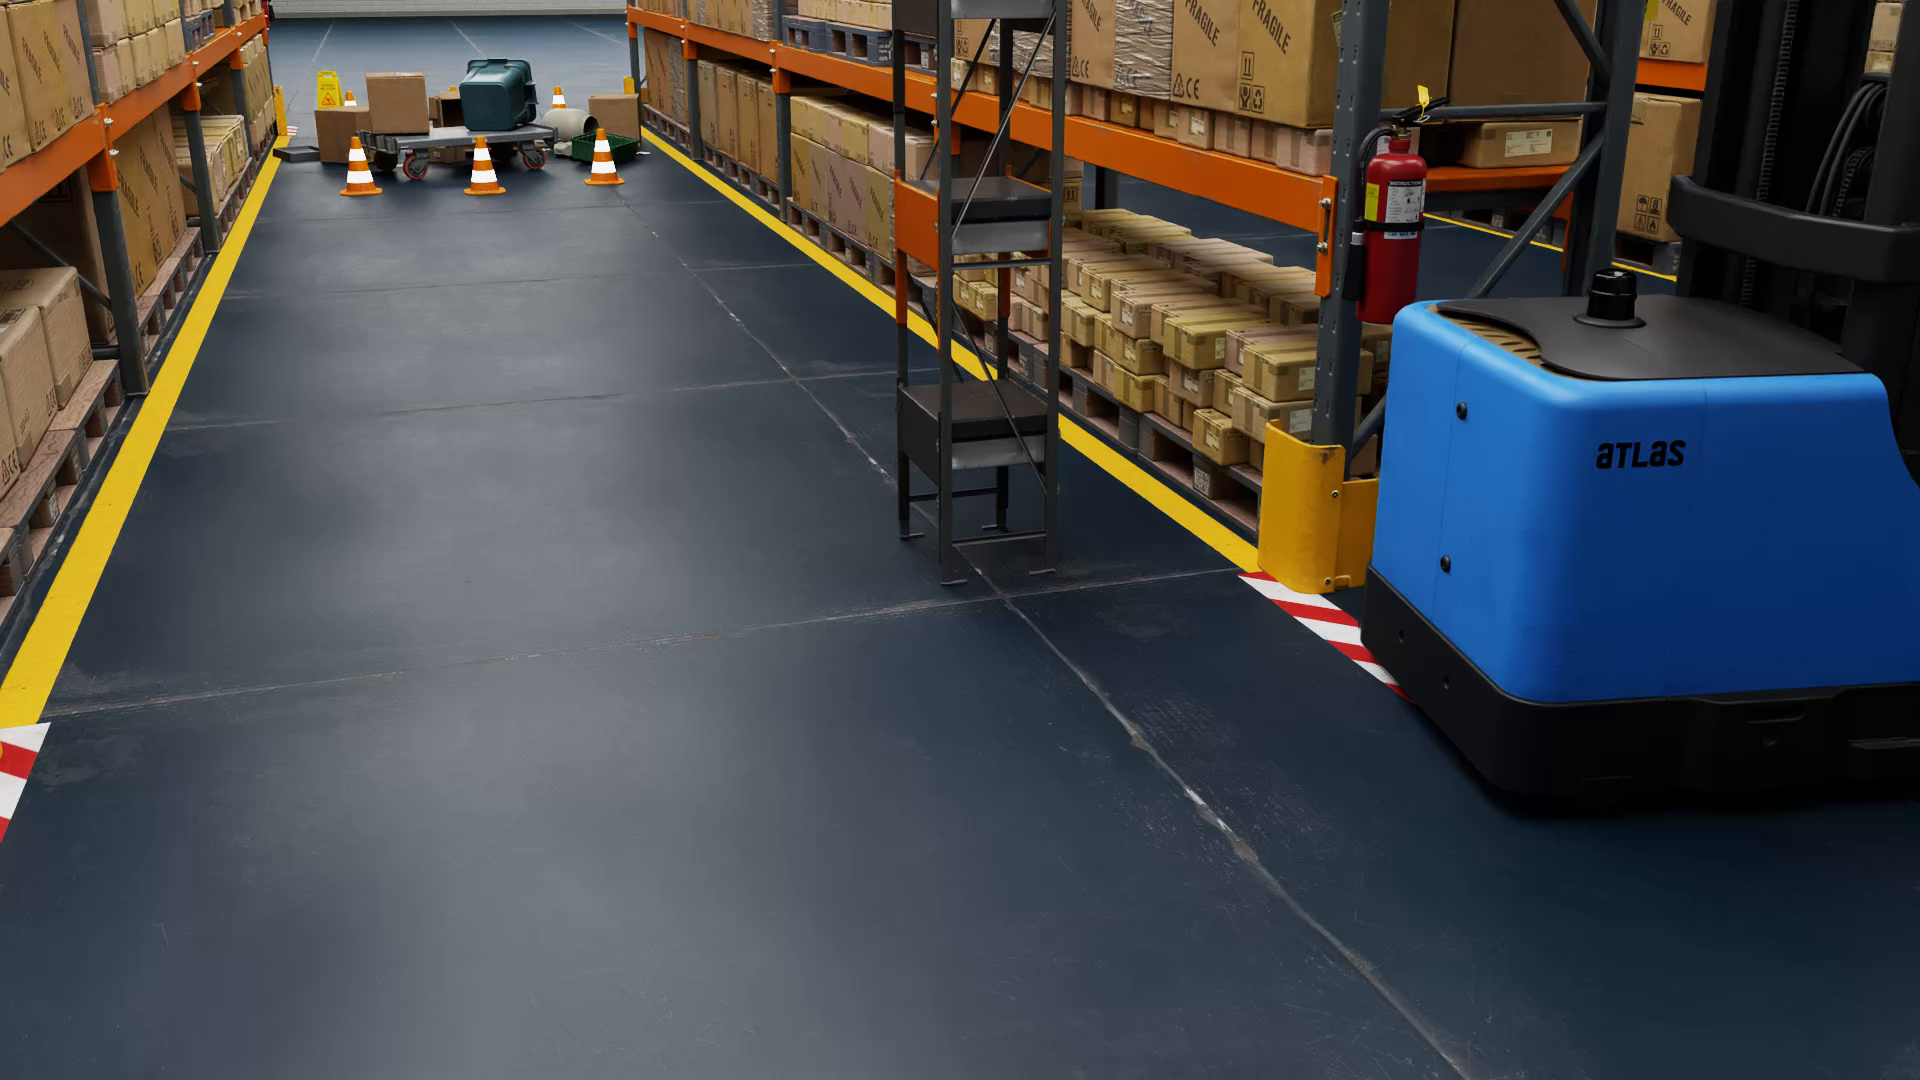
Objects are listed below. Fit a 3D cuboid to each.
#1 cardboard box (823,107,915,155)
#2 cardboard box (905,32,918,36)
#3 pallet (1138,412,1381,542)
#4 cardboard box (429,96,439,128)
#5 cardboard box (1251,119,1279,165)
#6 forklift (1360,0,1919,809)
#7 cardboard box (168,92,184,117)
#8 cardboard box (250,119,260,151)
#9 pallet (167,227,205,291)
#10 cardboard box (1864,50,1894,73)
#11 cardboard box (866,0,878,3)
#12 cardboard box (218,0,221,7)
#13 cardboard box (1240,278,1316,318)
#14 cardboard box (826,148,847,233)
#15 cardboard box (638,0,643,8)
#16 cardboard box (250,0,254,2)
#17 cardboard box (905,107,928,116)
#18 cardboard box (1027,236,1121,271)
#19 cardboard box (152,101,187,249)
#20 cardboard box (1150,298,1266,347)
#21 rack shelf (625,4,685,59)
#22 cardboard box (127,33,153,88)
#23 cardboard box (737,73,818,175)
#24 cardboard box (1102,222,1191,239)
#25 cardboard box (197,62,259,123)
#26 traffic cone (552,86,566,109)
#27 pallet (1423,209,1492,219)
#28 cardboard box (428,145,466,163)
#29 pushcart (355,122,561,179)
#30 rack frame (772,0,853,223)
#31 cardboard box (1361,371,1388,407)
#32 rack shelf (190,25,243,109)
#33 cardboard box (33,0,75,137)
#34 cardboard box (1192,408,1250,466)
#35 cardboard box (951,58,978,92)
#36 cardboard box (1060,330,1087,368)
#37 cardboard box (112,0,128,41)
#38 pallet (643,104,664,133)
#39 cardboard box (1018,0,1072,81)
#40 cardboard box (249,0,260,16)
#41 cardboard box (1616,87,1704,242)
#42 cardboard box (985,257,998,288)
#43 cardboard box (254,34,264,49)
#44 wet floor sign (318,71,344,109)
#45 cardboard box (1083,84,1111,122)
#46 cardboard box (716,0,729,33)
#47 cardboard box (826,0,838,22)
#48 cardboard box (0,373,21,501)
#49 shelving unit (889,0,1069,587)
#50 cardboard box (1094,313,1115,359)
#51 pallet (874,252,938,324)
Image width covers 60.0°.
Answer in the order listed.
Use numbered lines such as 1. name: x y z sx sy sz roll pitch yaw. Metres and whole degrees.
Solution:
1. cardboard box: -0.595 -2.692 10.942 0.500 0.250 0.500 -6 21 -17
2. cardboard box: -0.099 -2.954 9.453 0.380 0.149 0.250 -6 21 -17
3. pallet: 1.385 -0.297 6.432 1.003 0.211 1.213 -6 21 -17
4. cardboard box: -5.111 -4.428 17.499 0.637 0.503 0.797 12 23 30
5. cardboard box: 1.217 -1.361 5.640 0.380 0.149 0.250 -6 21 -17
6. forklift: 2.732 -0.936 4.187 3.031 2.935 1.130 -3 20 -7
7. cardboard box: -7.250 -4.031 15.040 0.500 0.500 0.500 -7 21 -18
8. cardboard box: -6.738 -3.735 15.324 0.500 0.250 0.500 -7 21 -20
9. pallet: -5.375 -1.756 10.494 1.003 0.211 1.213 -6 21 -17
10. cardboard box: 5.141 -2.598 9.083 0.380 0.149 0.250 -7 21 -19
11. cardboard box: -0.357 -3.353 10.125 0.380 0.149 0.250 -6 21 -17
12. cardboard box: -6.204 -4.392 13.456 0.380 0.149 0.250 -7 21 -18
13. cardboard box: 1.395 -0.992 6.957 0.380 0.149 0.250 -6 20 -15
14. cardboard box: -0.577 -2.330 11.043 0.500 0.500 0.500 -7 21 -19
15. cardboard box: -3.239 -6.412 19.108 0.875 0.550 0.550 -6 21 -17
16. cardboard box: -7.327 -5.617 16.530 0.500 0.500 0.500 -6 21 -17
17. cardboard box: -0.107 -2.745 11.089 0.500 0.250 0.500 -6 21 -16
18. cardboard box: 0.545 -1.356 7.971 0.380 0.149 0.250 -7 21 -19
19. cardboard box: -5.413 -2.297 10.396 0.875 0.875 0.875 -7 21 -18
20. cardboard box: 0.976 -0.846 6.551 0.380 0.149 0.250 -7 21 -19
21. rack shelf: -2.770 -5.475 17.786 1.077 0.370 4.000 -6 21 -17
22. cardboard box: -4.492 -2.477 8.597 0.500 0.250 0.500 -7 21 -18
23. cardboard box: -1.268 -3.512 13.964 1.050 0.750 0.750 -6 21 -16
24. cardboard box: 0.935 -1.497 8.363 0.380 0.149 0.250 -7 21 -18
25. cardboard box: -6.738 -4.088 15.198 0.500 0.500 0.500 -5 20 -15
26. traffic cone: -4.580 -4.940 18.986 0.336 0.463 0.334 -6 21 -17
27. pallet: 4.032 -2.809 13.426 1.003 0.211 1.213 -6 21 -17
28. cardboard box: -5.027 -3.816 16.148 0.396 0.266 0.258 12 23 30
29. pushcart: -4.660 -3.638 15.486 1.648 0.377 0.936 -15 25 -36
30. rack frame: -0.884 -3.888 12.304 1.000 3.000 0.127 -6 21 -17
31. cardboard box: 1.677 -0.606 6.323 0.380 0.149 0.250 -6 21 -17
32. rack shelf: -6.180 -3.633 12.658 1.077 0.370 4.000 -6 21 -17
33. cardboard box: -3.739 -1.807 6.362 0.500 0.500 0.500 -7 21 -19
34. cardboard box: 1.090 -0.395 6.176 0.380 0.149 0.250 -6 21 -16
35. cardboard box: 0.151 -2.361 8.423 0.380 0.149 0.250 -6 21 -15
36. cardboard box: 0.629 -0.897 7.574 0.380 0.149 0.250 -7 21 -19
37. cardboard box: -4.356 -2.546 8.051 0.500 0.250 0.500 -6 21 -16
38. pallet: -3.073 -4.895 19.232 1.003 0.211 1.213 -6 21 -17
39. cardboard box: 0.576 -2.282 7.246 0.500 0.500 0.500 -7 21 -18
40. cardboard box: -7.391 -5.448 17.019 0.380 0.149 0.250 -6 21 -16
41. cardboard box: 4.893 -2.500 10.961 1.225 0.875 0.875 -6 21 -17
42. cardboard box: 0.348 -1.379 8.473 0.380 0.149 0.250 -6 21 -17
43. cardboard box: -7.388 -5.119 17.108 0.380 0.149 0.250 -6 21 -16
44. wet floor sign: -7.110 -4.964 18.781 0.267 0.644 0.232 1 20 2
45. cardboard box: 0.740 -1.862 7.035 0.380 0.149 0.250 -6 21 -15
46. cardboard box: -1.758 -4.536 13.960 0.500 0.500 0.500 -6 21 -16
47. cardboard box: -0.680 -3.543 11.095 0.380 0.149 0.250 -5 20 -15
48. cardboard box: -3.635 -0.248 5.340 0.875 0.438 0.875 -6 21 -16
49. shelving unit: 0.052 -0.935 5.414 0.431 2.100 0.503 -6 21 -17
50. cardboard box: 0.790 -0.872 7.062 0.380 0.149 0.250 -5 20 -14
51. pallet: 0.127 -1.542 9.897 1.003 0.211 1.213 -6 21 -17
